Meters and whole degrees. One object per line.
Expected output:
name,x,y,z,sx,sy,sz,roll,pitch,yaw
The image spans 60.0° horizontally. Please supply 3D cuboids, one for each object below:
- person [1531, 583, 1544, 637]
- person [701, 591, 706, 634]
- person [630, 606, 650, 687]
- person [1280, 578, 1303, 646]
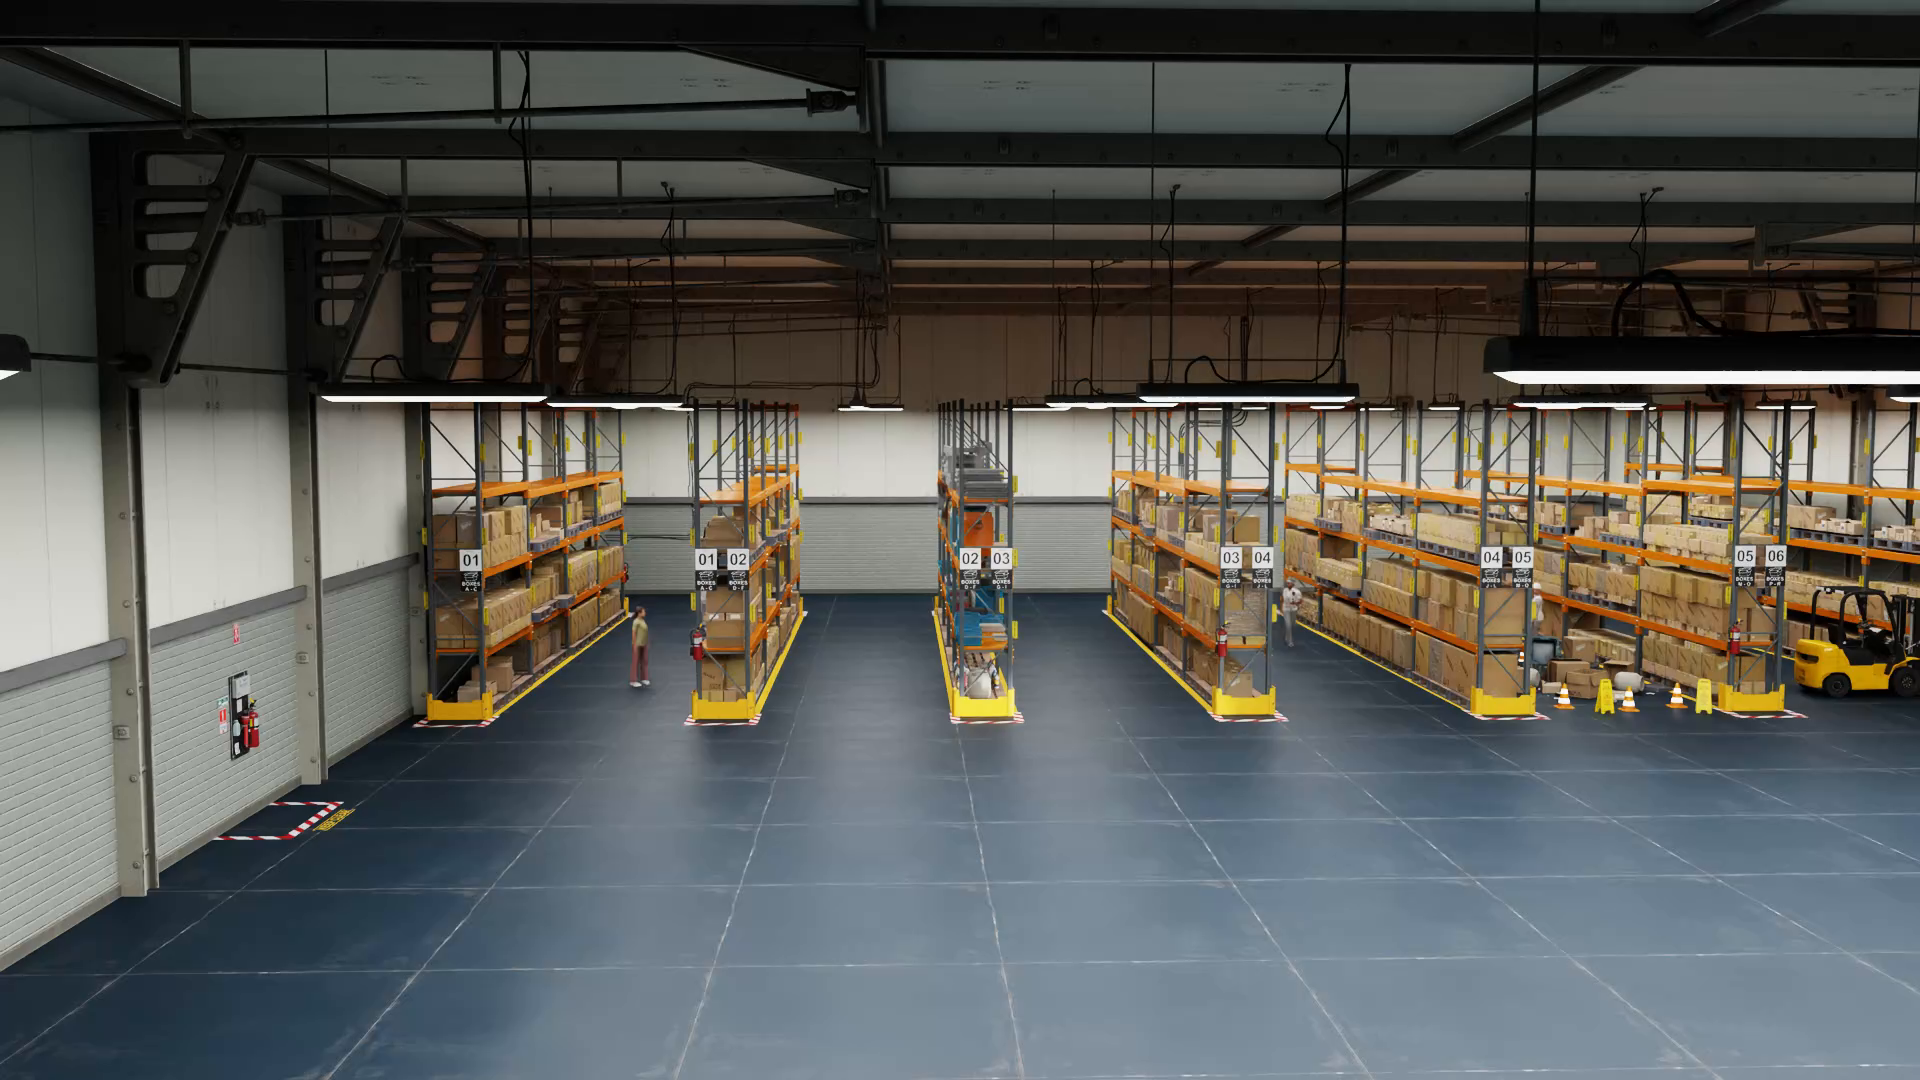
person,13.401,1.875,38.841,0.484,1.768,0.575,3,5,37
person,-6.564,1.590,42.651,0.483,1.752,0.947,0,4,0
person,-6.728,2.227,35.041,0.378,1.684,0.540,2,5,20
person,8.187,1.744,41.043,0.496,1.647,1.028,0,4,-2
